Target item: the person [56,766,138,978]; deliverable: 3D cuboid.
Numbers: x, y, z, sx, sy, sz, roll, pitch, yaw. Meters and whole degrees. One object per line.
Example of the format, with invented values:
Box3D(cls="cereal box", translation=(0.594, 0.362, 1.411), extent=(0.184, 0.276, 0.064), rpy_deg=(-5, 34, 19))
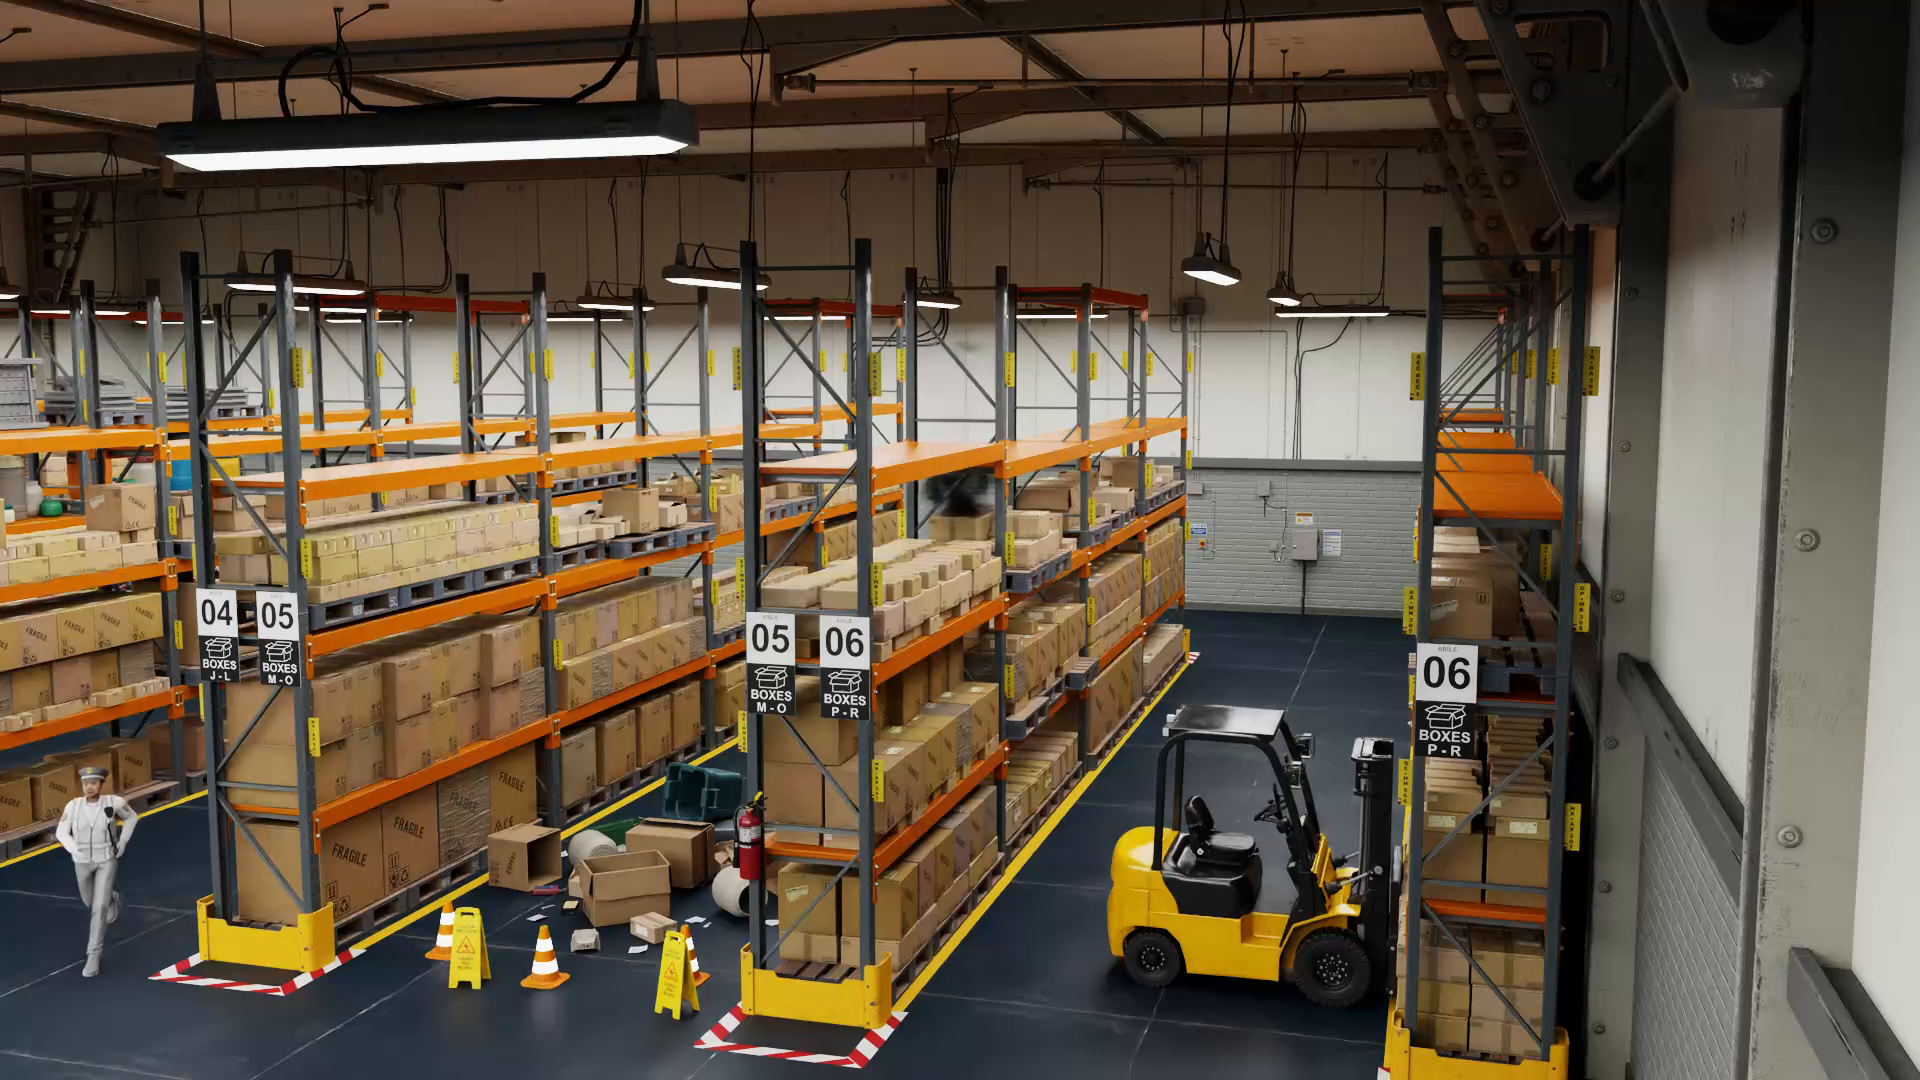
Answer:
Box3D(cls="person", translation=(-7.403, 2.749, 14.252), extent=(0.584, 1.692, 1.099), rpy_deg=(-1, 6, -9))
